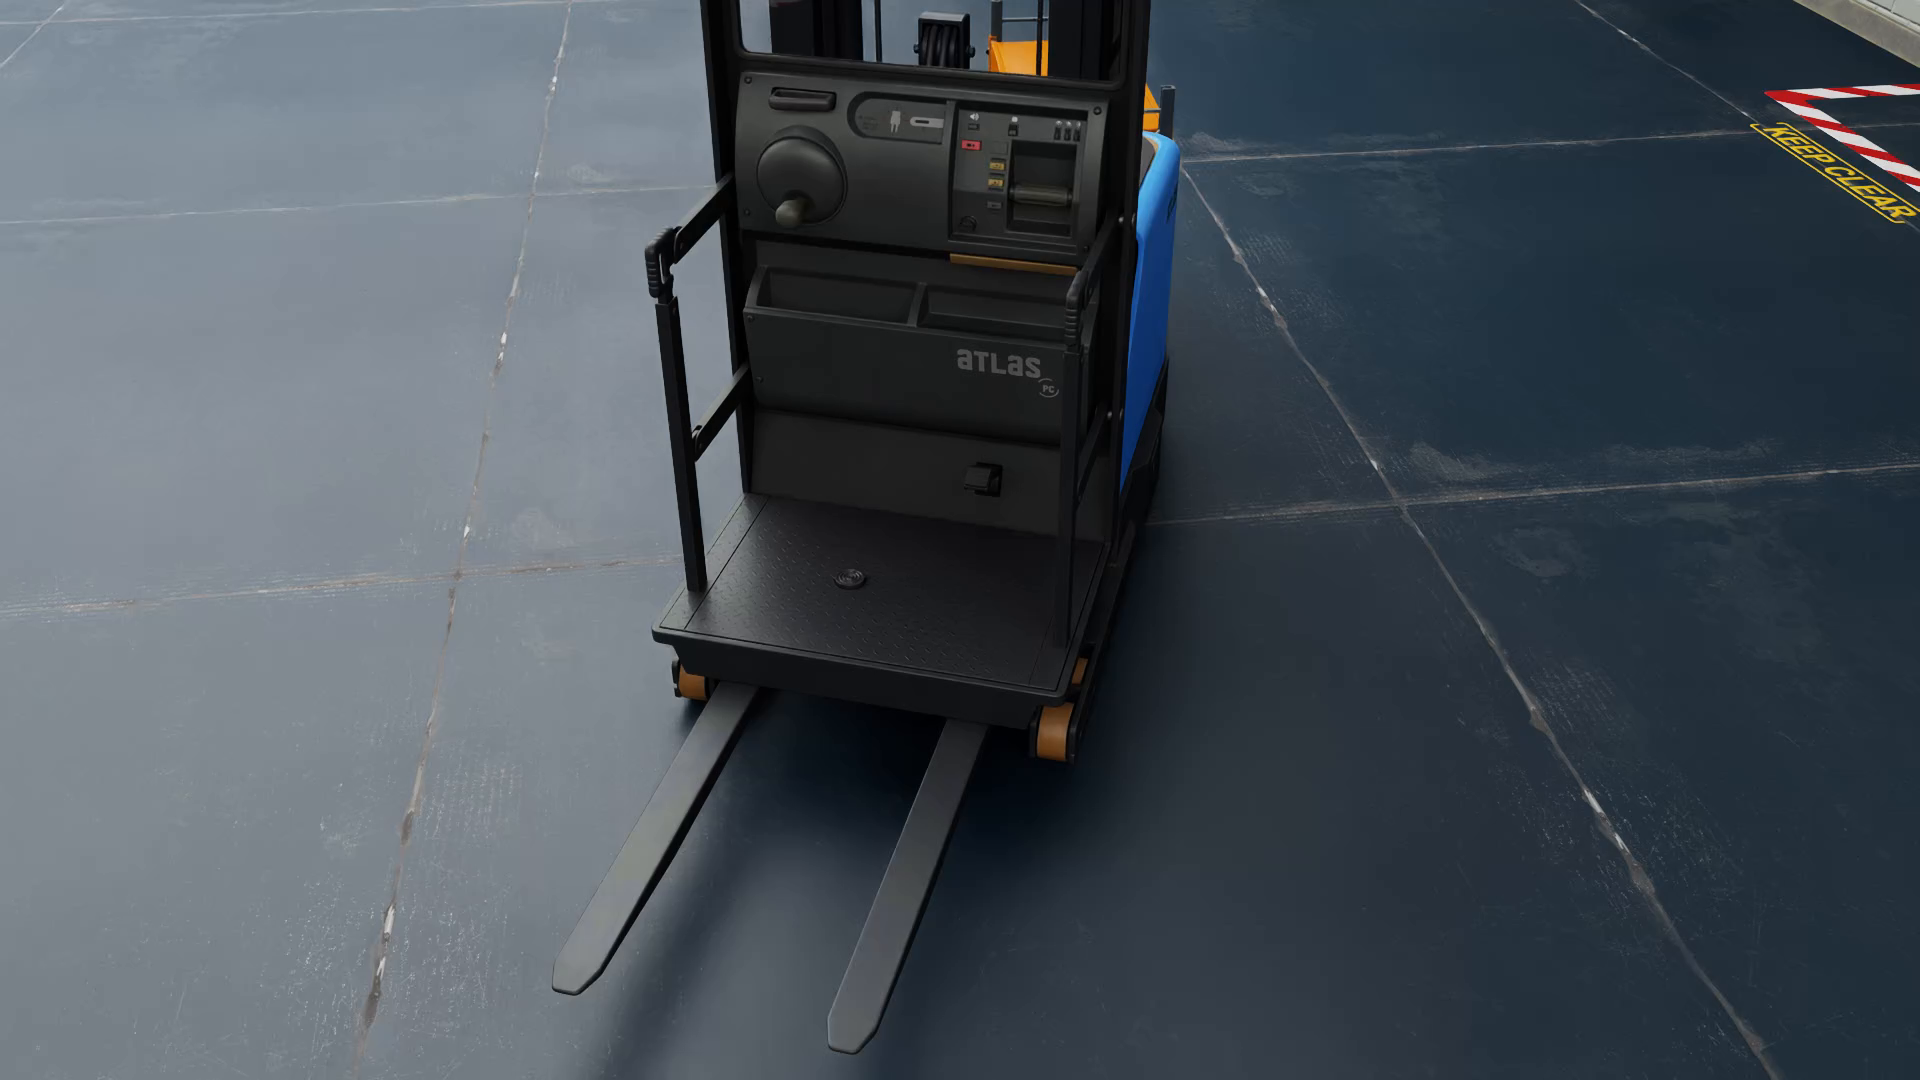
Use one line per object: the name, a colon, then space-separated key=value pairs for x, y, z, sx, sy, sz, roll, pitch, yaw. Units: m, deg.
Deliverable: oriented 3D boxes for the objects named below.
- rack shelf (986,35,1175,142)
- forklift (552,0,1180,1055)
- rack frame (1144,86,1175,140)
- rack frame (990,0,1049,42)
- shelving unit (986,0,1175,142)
rack shelf: x=0.408 y=-1.526 z=5.971 sx=0.538 sy=0.278 sz=1.000 roll=-3 pitch=34 yaw=-4
forklift: x=-0.156 y=-0.867 z=3.920 sx=1.130 sy=2.935 sz=3.031 roll=8 pitch=35 yaw=12
rack frame: x=0.450 y=-0.999 z=5.717 sx=0.500 sy=1.125 sz=0.032 roll=-3 pitch=34 yaw=-4
rack frame: x=0.366 y=-1.570 z=6.555 sx=0.500 sy=1.125 sz=0.032 roll=-3 pitch=34 yaw=-4
shelving unit: x=0.408 y=-1.284 z=6.136 sx=0.538 sy=1.125 sz=1.048 roll=-3 pitch=34 yaw=-4
